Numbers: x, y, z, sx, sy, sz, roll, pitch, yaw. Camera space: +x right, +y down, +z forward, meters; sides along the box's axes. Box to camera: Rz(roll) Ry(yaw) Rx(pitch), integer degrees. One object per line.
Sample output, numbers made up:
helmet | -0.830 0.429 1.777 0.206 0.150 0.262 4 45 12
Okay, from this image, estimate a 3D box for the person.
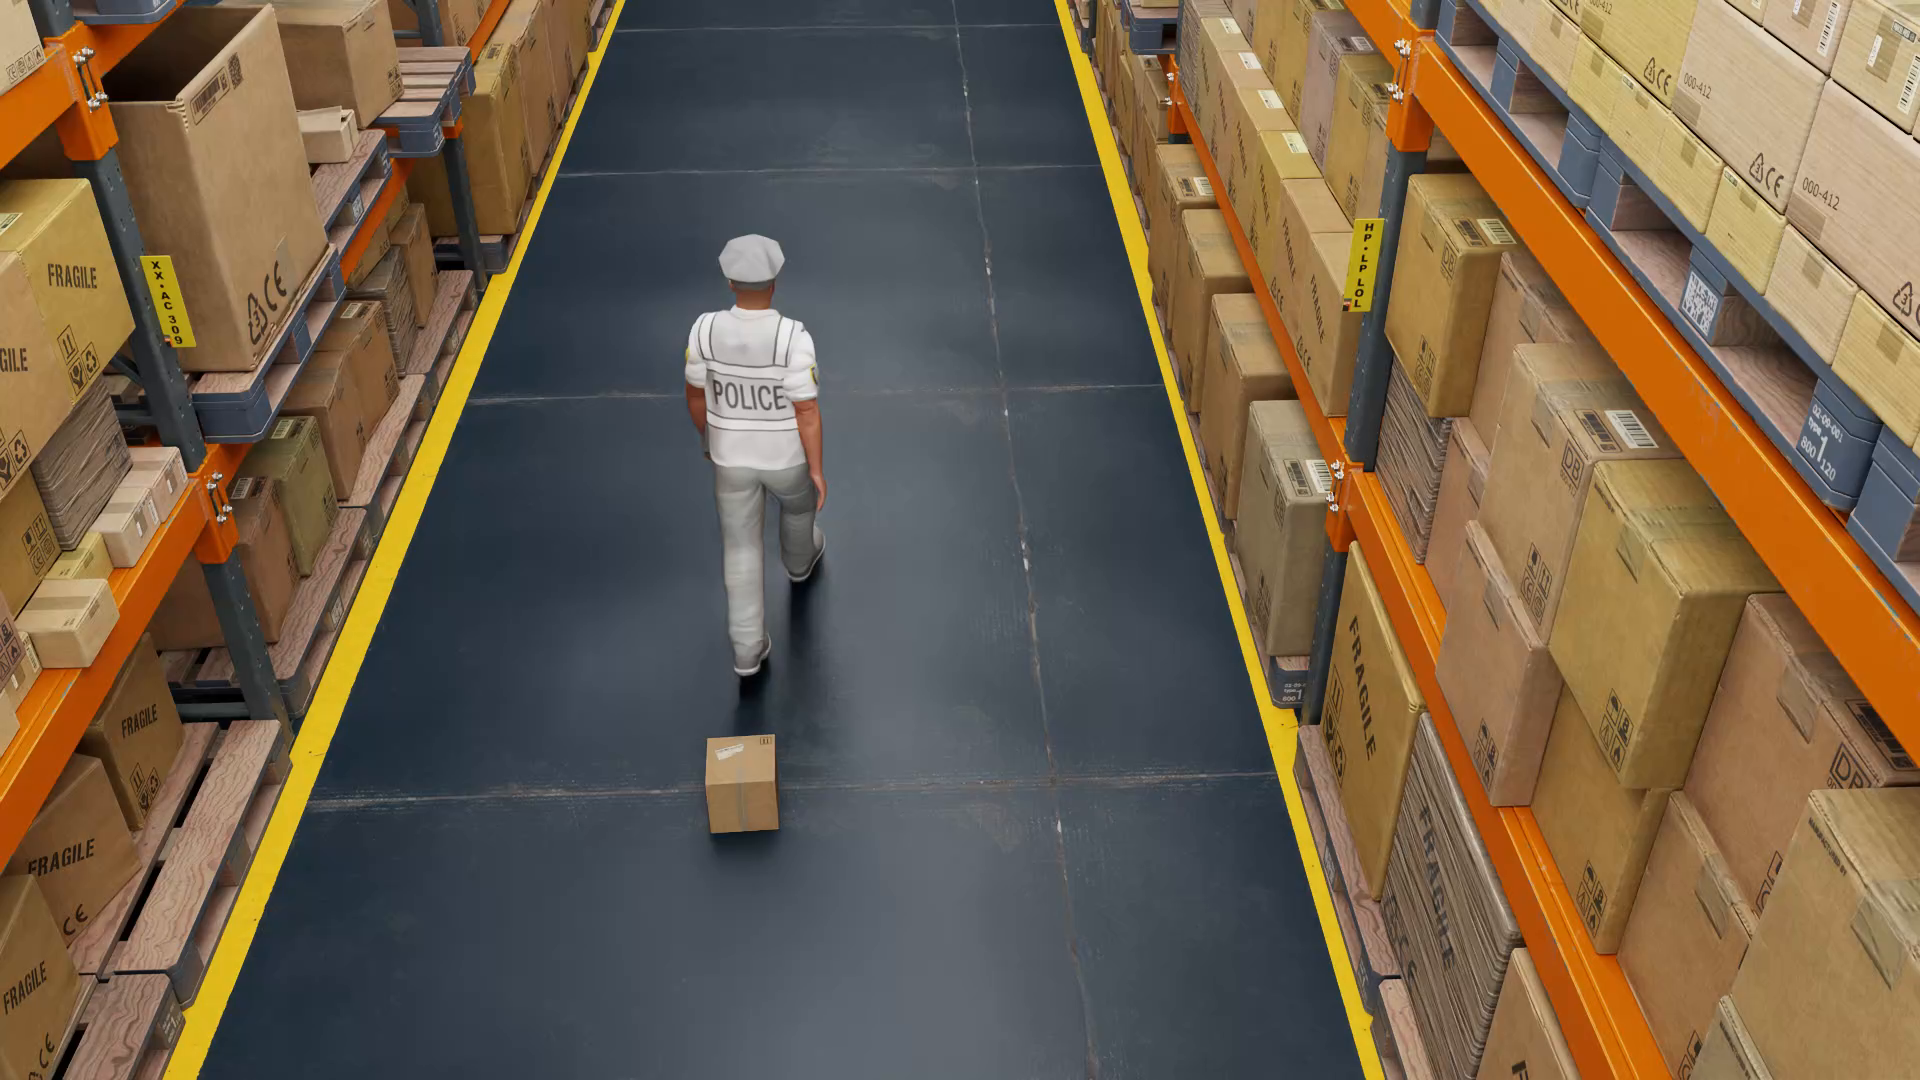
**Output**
person | -0.808 -0.384 6.690 0.566 1.706 1.077 1 35 1
